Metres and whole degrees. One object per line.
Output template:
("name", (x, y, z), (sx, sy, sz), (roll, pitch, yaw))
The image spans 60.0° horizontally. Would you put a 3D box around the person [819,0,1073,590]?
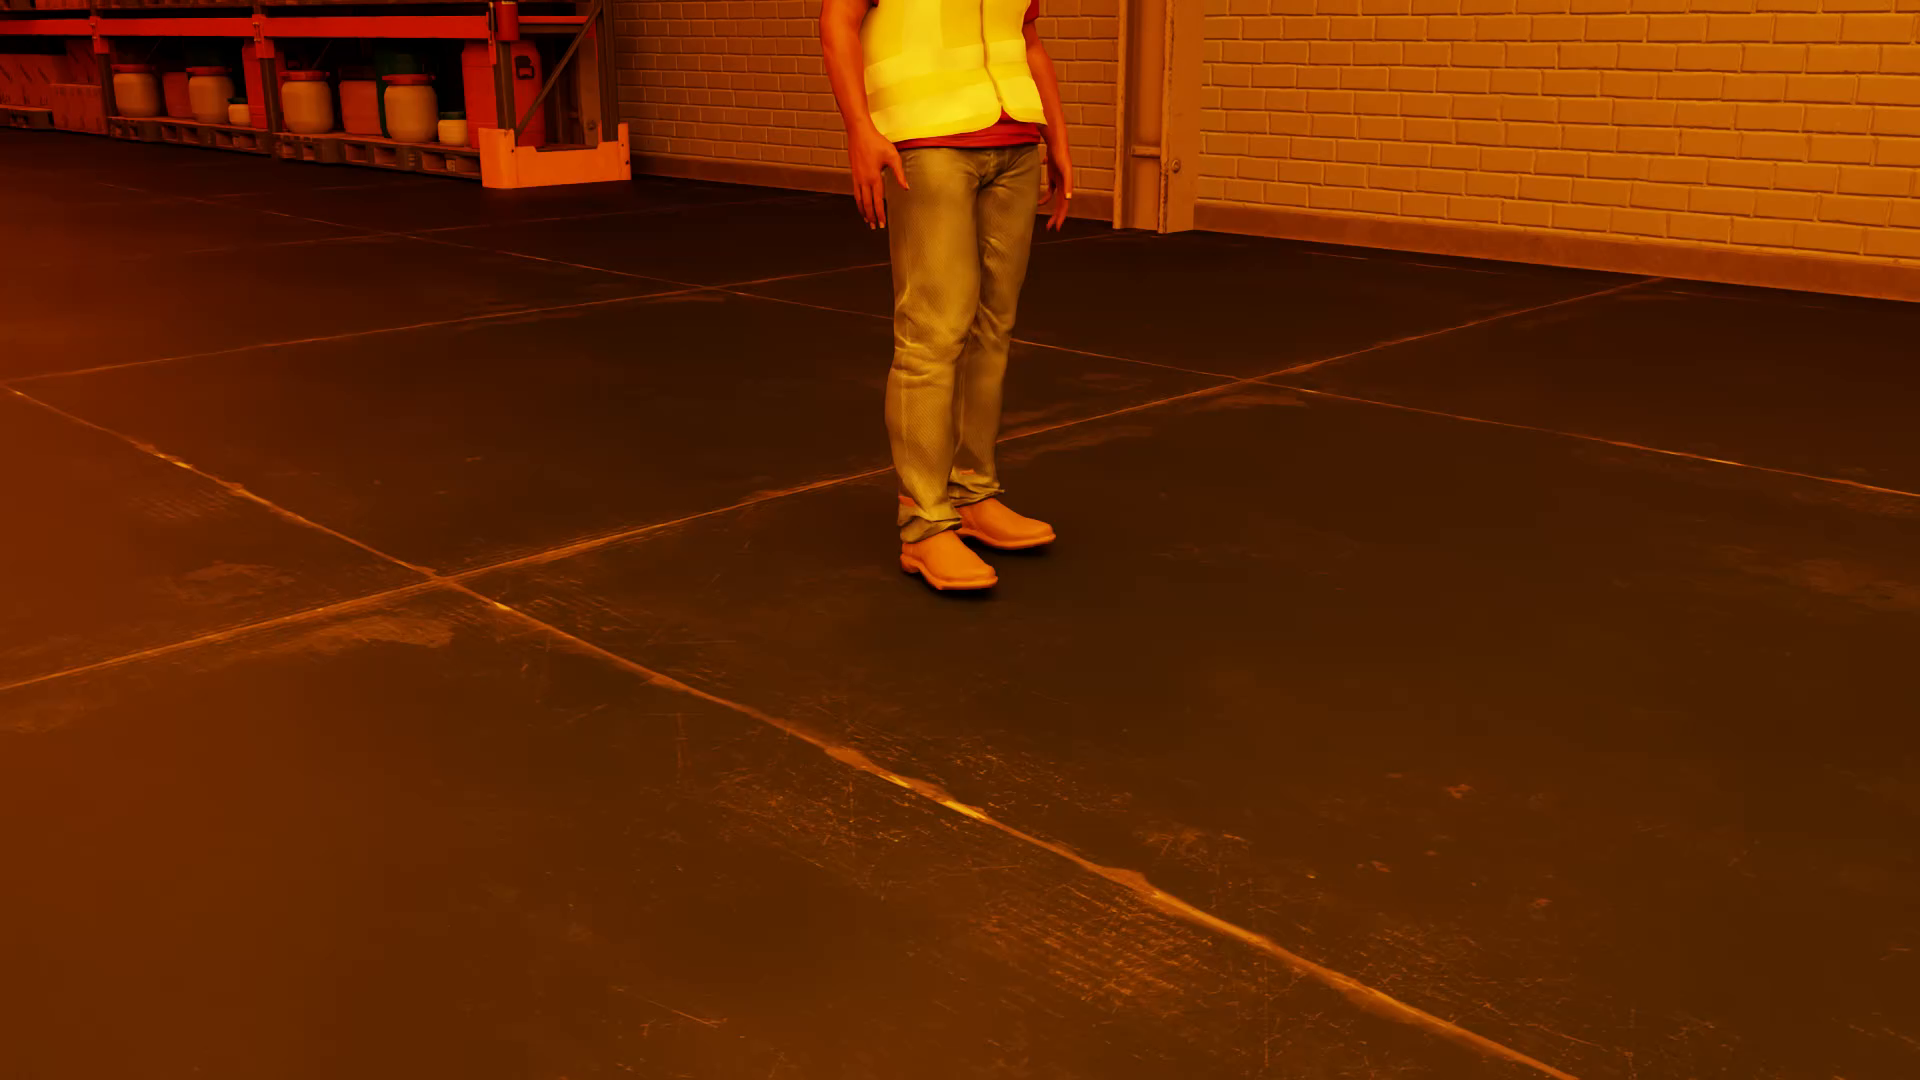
("person", (0.045, -0.835, 3.581), (0.577, 1.765, 0.665), (16, 23, 42))
